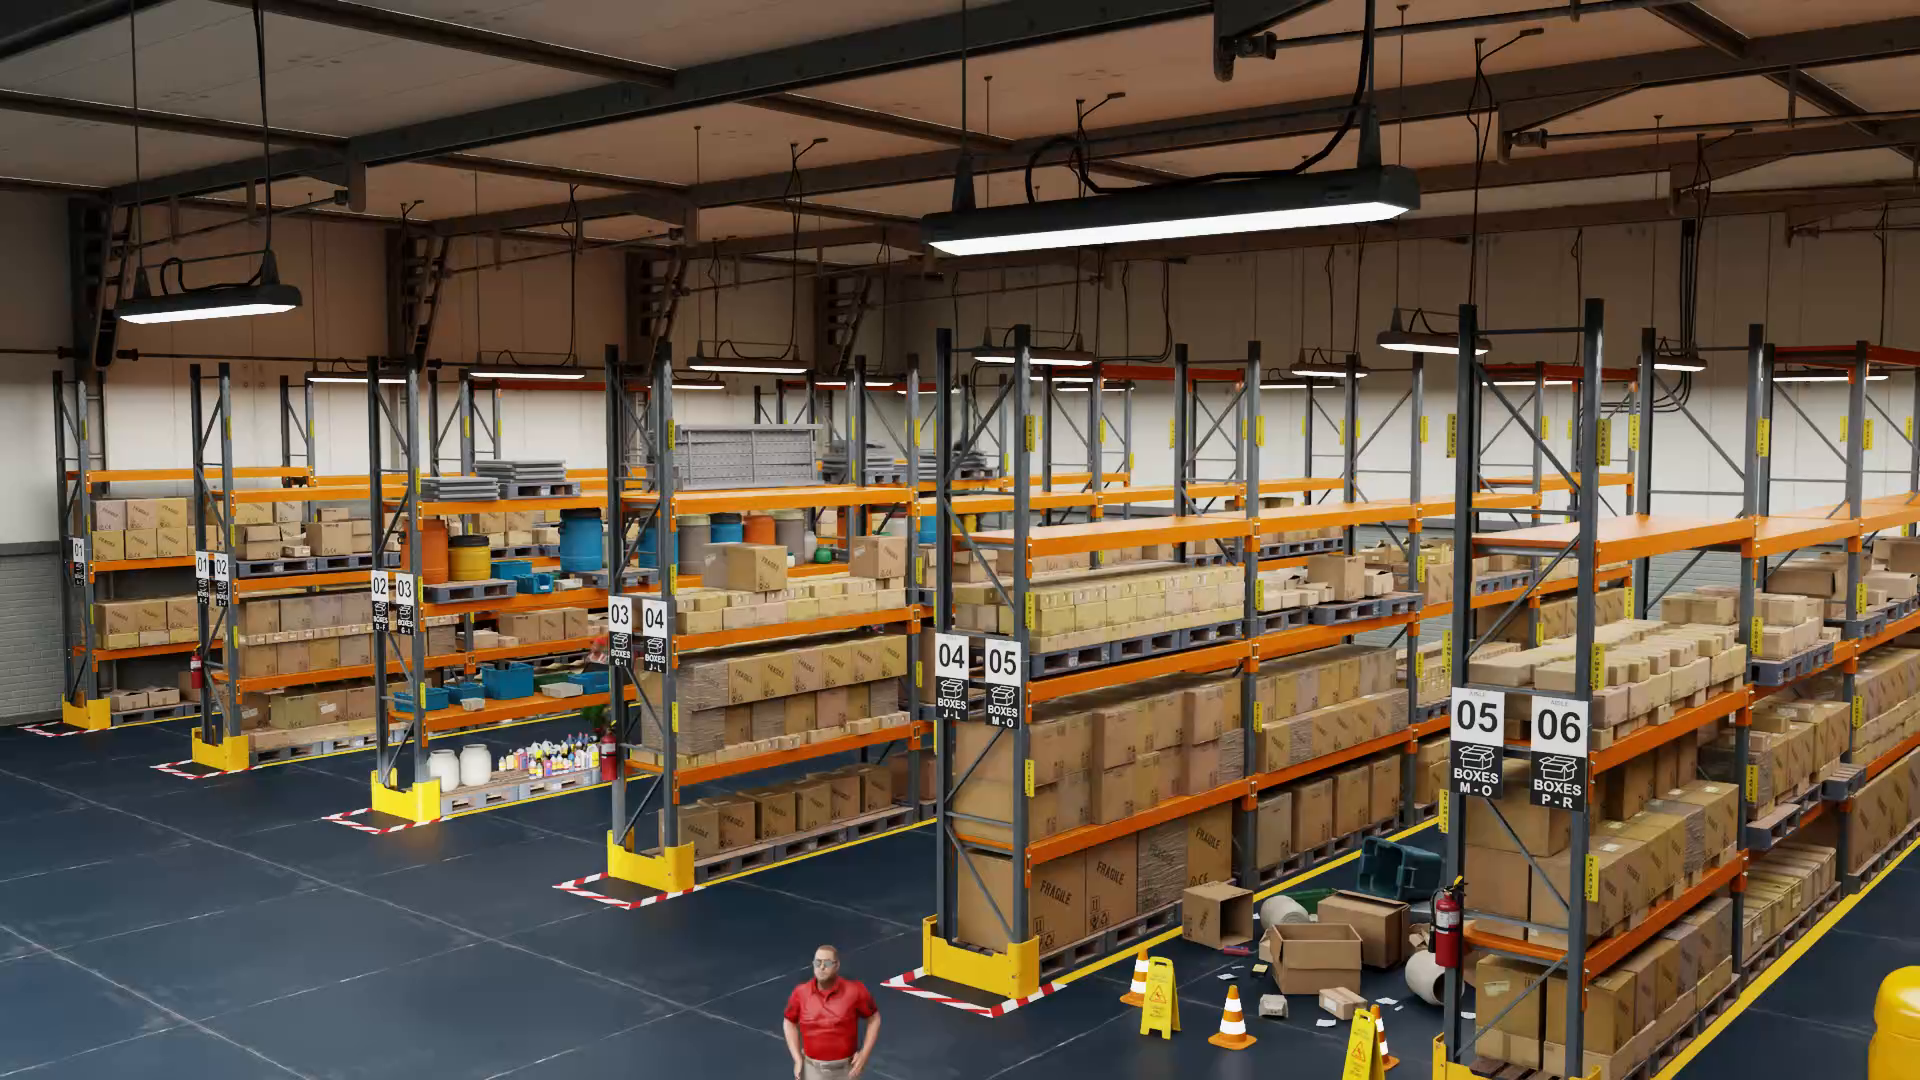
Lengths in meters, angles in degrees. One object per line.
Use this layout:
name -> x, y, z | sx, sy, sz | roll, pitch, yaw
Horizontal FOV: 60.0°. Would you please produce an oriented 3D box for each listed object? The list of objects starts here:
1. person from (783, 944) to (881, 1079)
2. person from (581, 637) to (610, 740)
person -> -0.859, 3.530, 11.086 | 0.658, 1.705, 0.590 | 0, 4, 1
person -> -5.721, 2.400, 26.370 | 0.657, 1.743, 0.605 | 2, 5, 29
